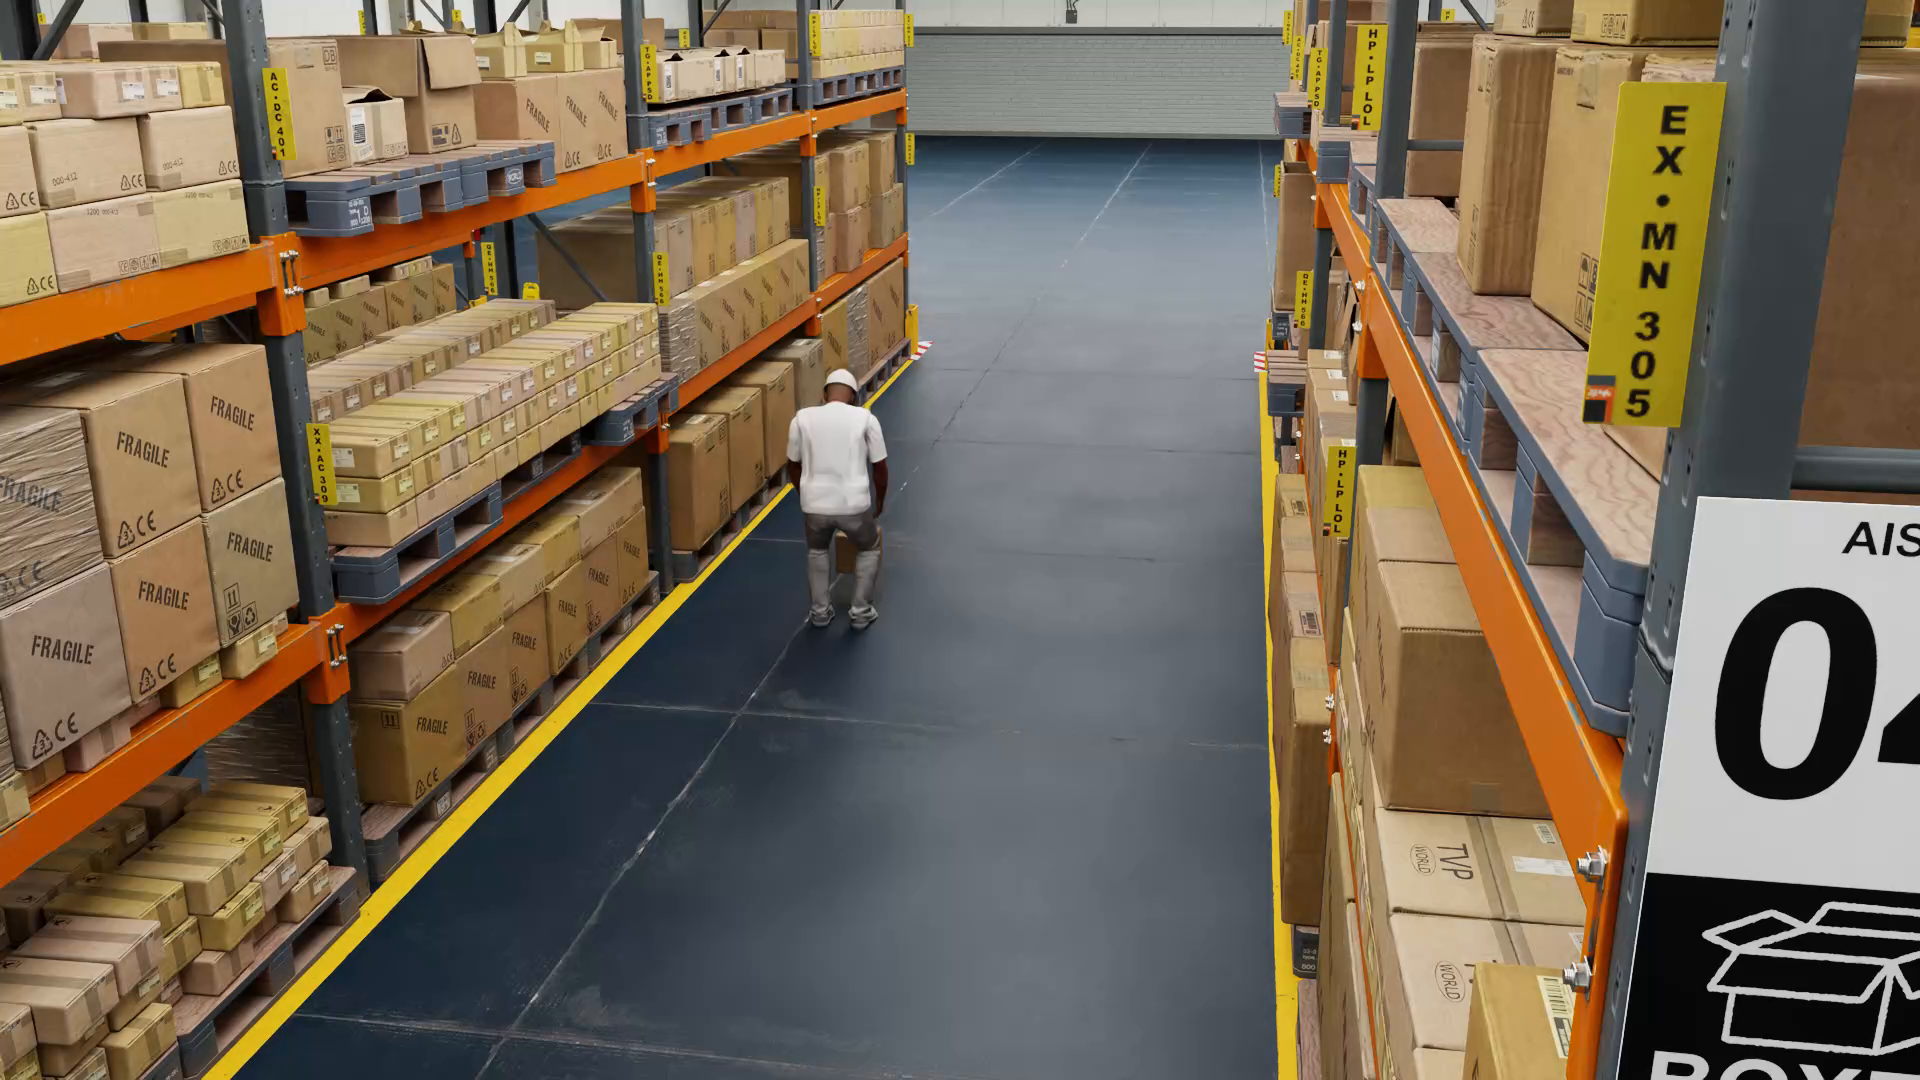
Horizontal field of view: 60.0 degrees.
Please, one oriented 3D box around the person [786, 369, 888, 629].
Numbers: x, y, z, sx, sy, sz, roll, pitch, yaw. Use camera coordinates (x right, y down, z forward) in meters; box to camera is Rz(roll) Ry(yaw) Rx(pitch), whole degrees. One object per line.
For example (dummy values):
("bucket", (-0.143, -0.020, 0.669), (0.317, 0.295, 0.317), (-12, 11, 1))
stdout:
("person", (-0.757, -0.242, 10.137), (0.625, 1.543, 0.666), (3, 18, 9))
